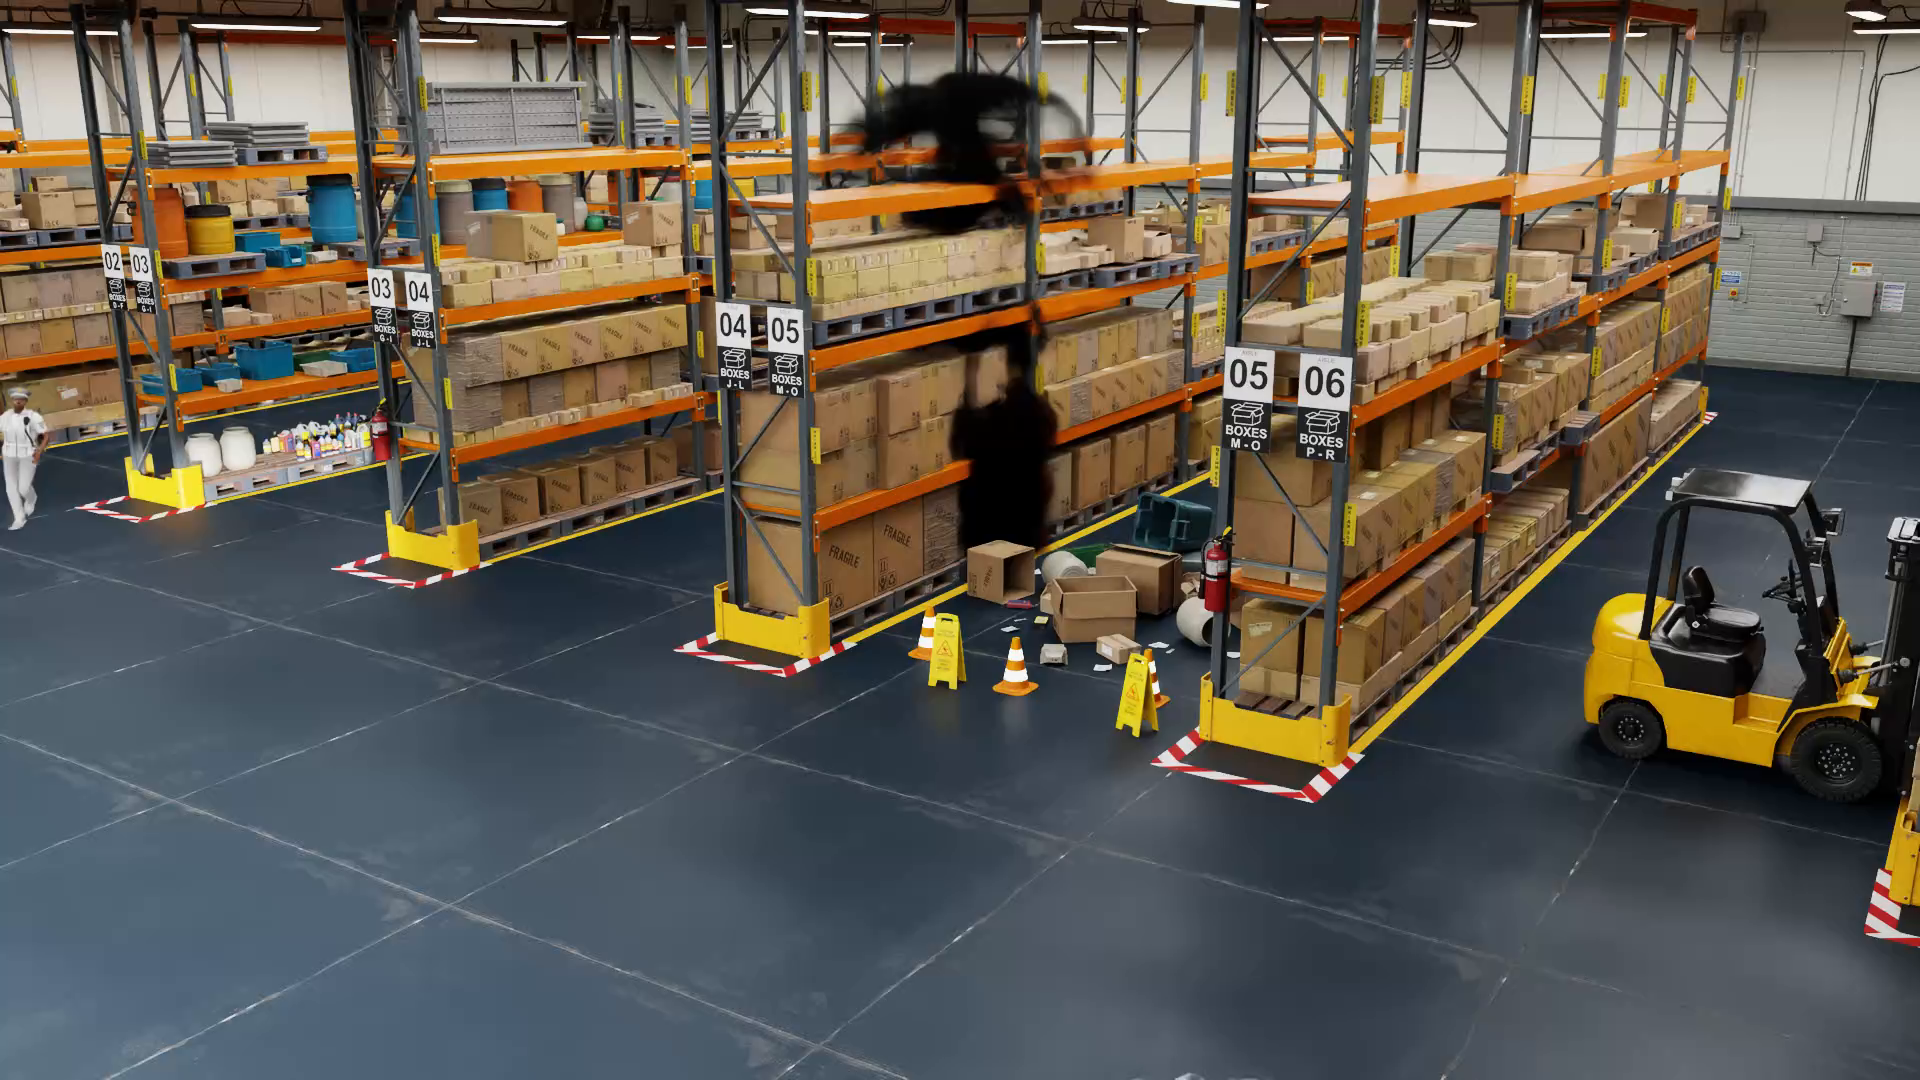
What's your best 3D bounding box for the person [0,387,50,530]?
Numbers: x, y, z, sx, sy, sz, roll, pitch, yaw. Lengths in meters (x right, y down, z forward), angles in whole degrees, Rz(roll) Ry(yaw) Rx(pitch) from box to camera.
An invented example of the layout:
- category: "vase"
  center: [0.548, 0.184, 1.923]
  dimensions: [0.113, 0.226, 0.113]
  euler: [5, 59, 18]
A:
- category: "person"
  center: [-11.130, -0.983, 19.721]
  dimensions: [0.618, 1.669, 0.498]
  euler: [-3, 16, -9]
